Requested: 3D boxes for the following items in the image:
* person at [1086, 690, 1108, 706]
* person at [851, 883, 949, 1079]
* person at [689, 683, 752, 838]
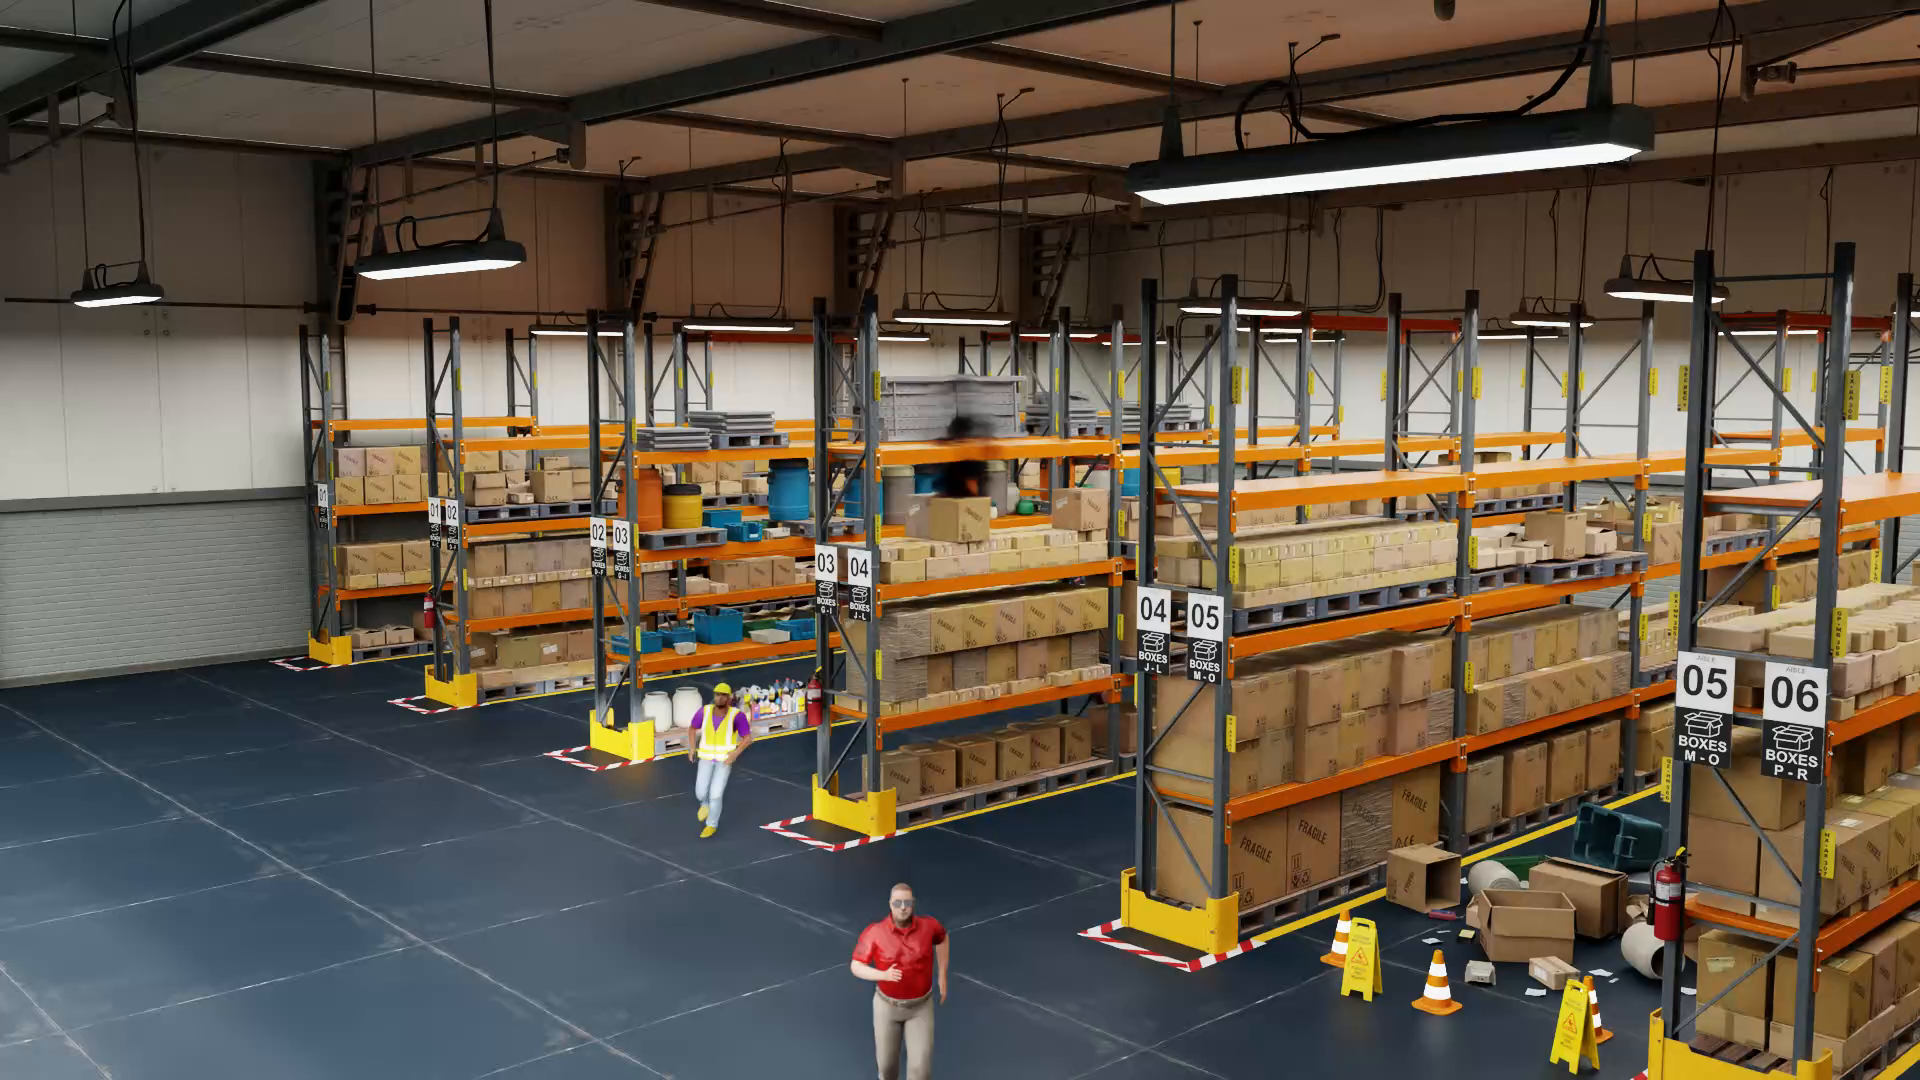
[{"bbox_3d":[2.088,1.899,24.259,0.566,1.629,0.549,5,8,40],"label":"person"},{"bbox_3d":[-0.394,3.165,11.191,0.681,1.764,0.908,-1,6,-6],"label":"person"},{"bbox_3d":[-2.697,2.451,18.629,0.729,1.731,0.551,0,6,2],"label":"person"}]
